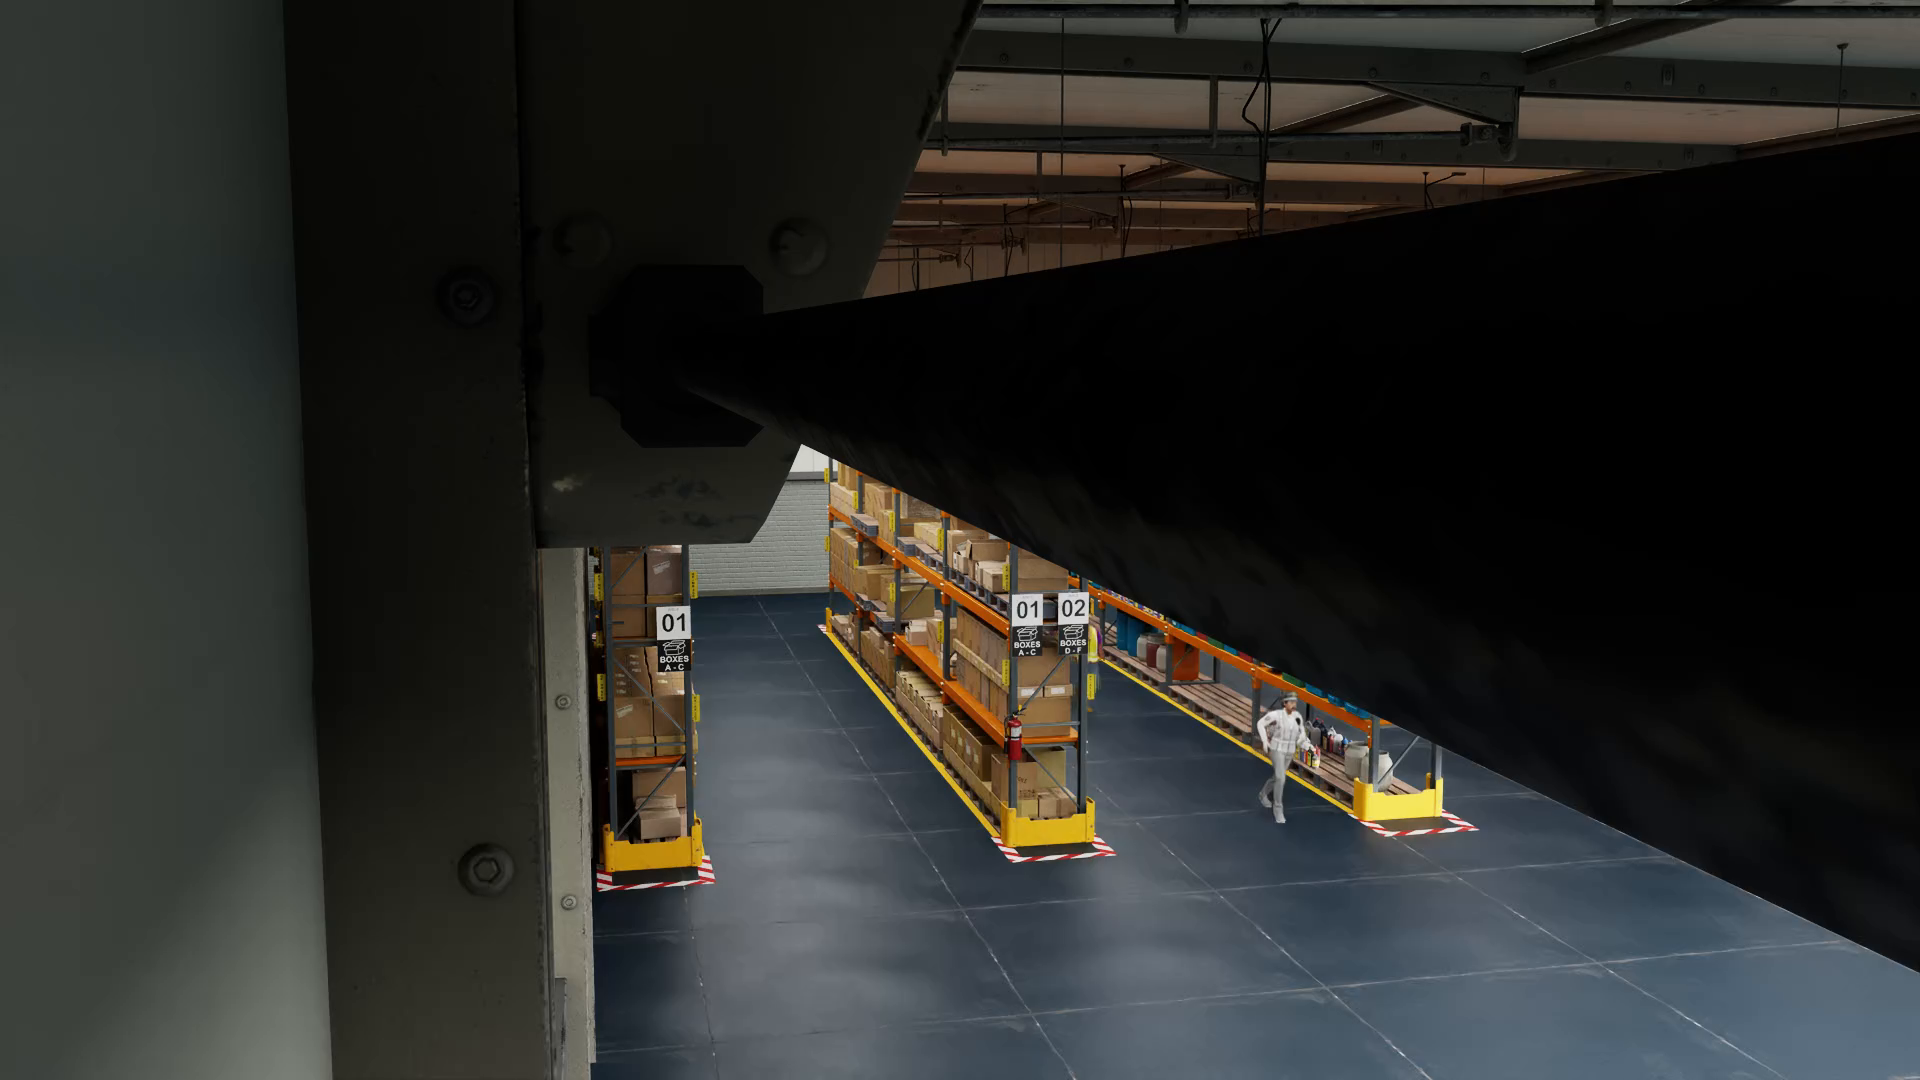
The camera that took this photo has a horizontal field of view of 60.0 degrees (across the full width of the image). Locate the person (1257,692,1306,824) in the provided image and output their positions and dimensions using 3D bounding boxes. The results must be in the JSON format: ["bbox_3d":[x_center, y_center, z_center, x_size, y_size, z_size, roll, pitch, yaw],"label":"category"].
[{"bbox_3d":[4.335,2.862,22.329,0.627,1.713,0.849,-3,7,-23],"label":"person"}]

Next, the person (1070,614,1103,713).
[{"bbox_3d":[2.147,2.089,28.591,0.700,1.716,0.625,-3,7,-22],"label":"person"}]
